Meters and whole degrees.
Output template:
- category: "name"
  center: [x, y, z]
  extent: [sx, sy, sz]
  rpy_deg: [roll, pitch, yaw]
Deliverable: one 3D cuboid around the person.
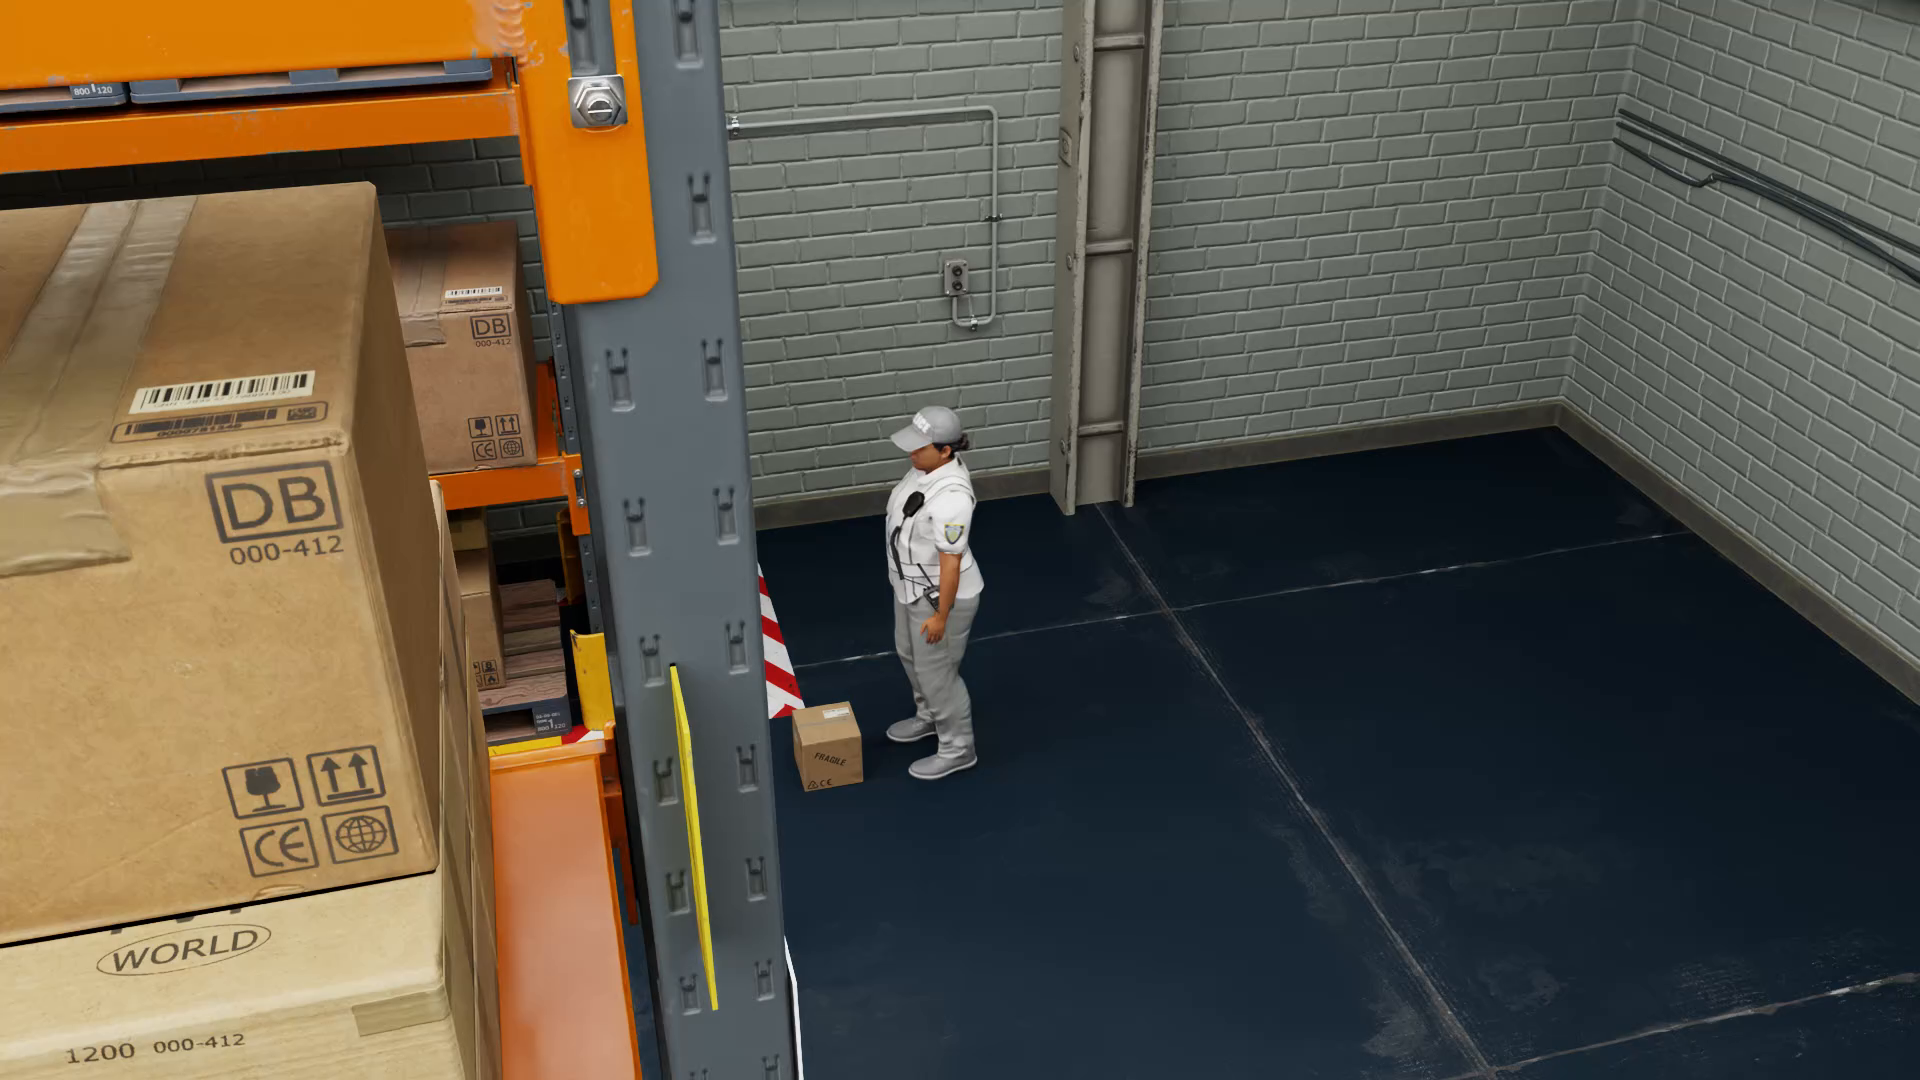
- category: "person"
  center: [-0.111, 0.212, 6.774]
  extent: [0.394, 1.659, 0.467]
  rpy_deg: [-7, 31, -12]
